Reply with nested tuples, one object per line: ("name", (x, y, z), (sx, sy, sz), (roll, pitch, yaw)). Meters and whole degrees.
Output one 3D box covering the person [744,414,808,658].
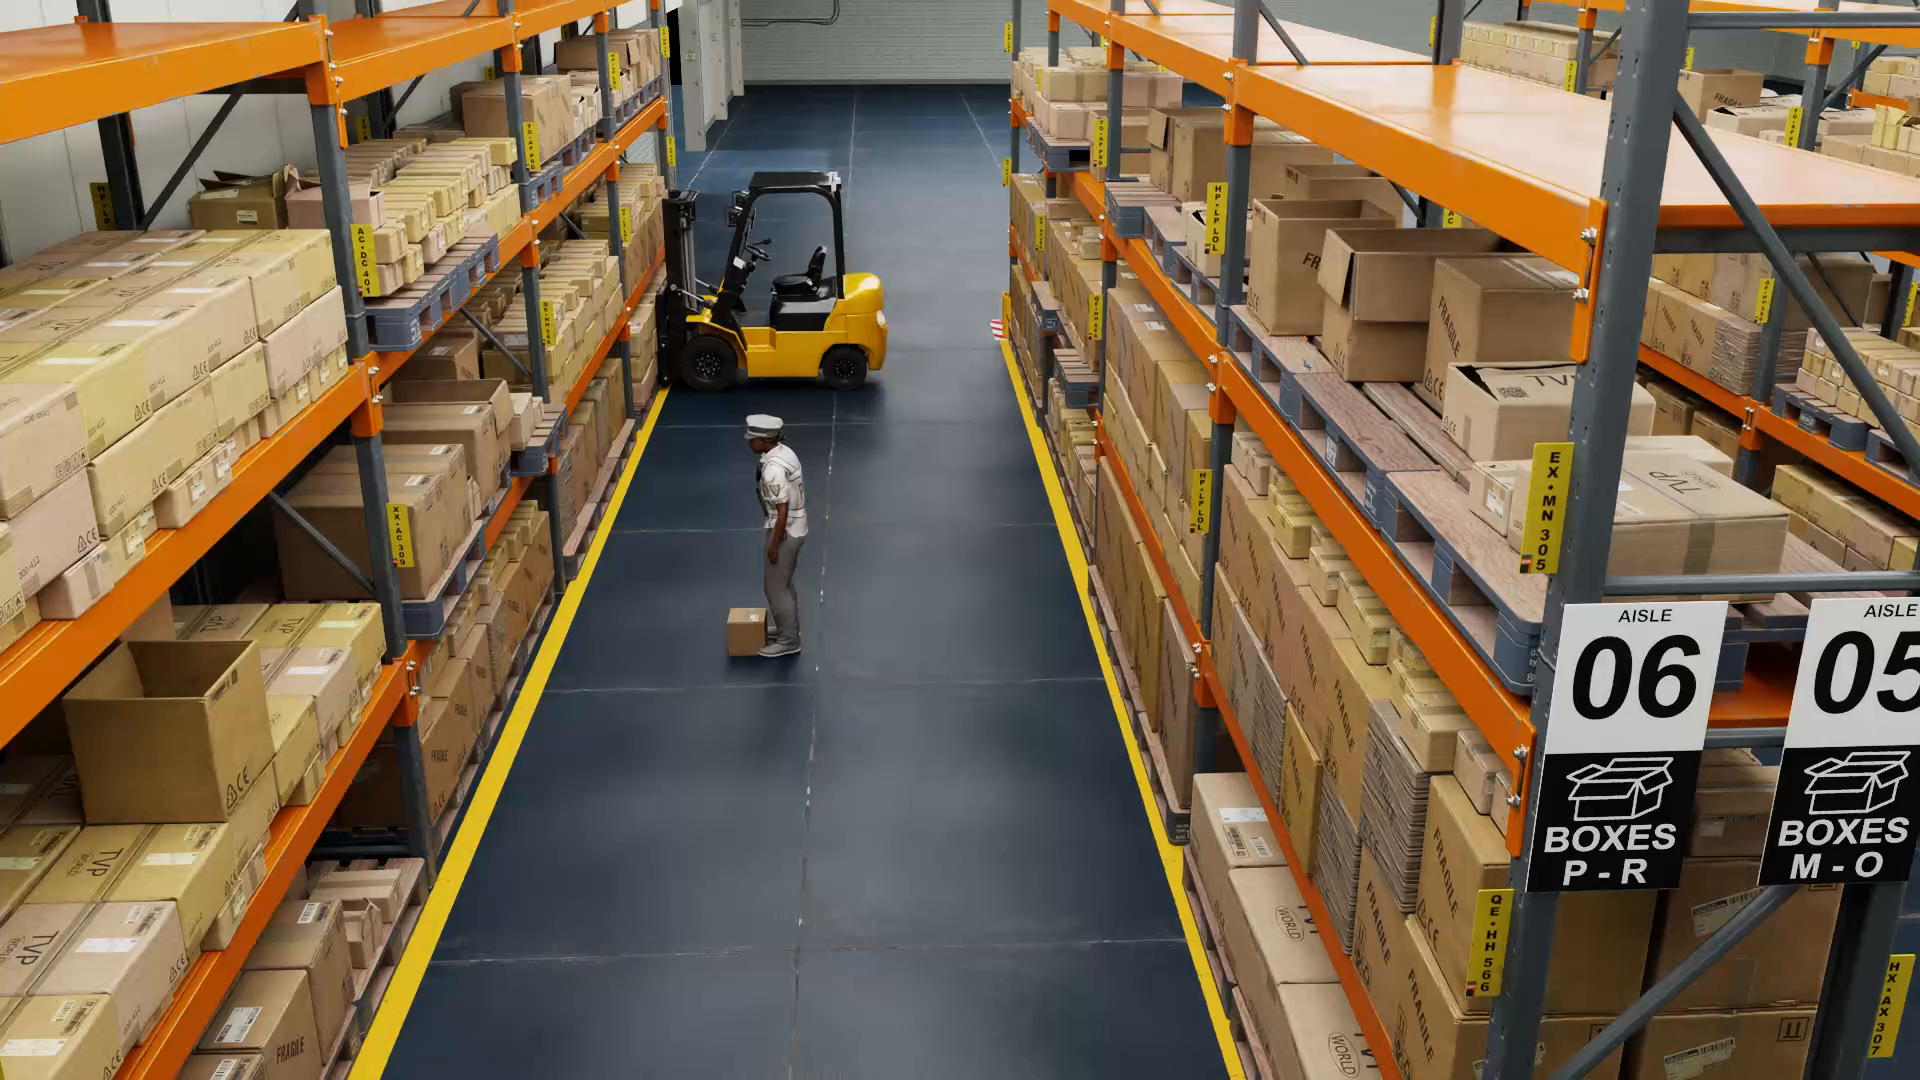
("person", (-1.220, -0.039, 11.186), (0.397, 1.656, 0.503), (-1, 21, -3))
